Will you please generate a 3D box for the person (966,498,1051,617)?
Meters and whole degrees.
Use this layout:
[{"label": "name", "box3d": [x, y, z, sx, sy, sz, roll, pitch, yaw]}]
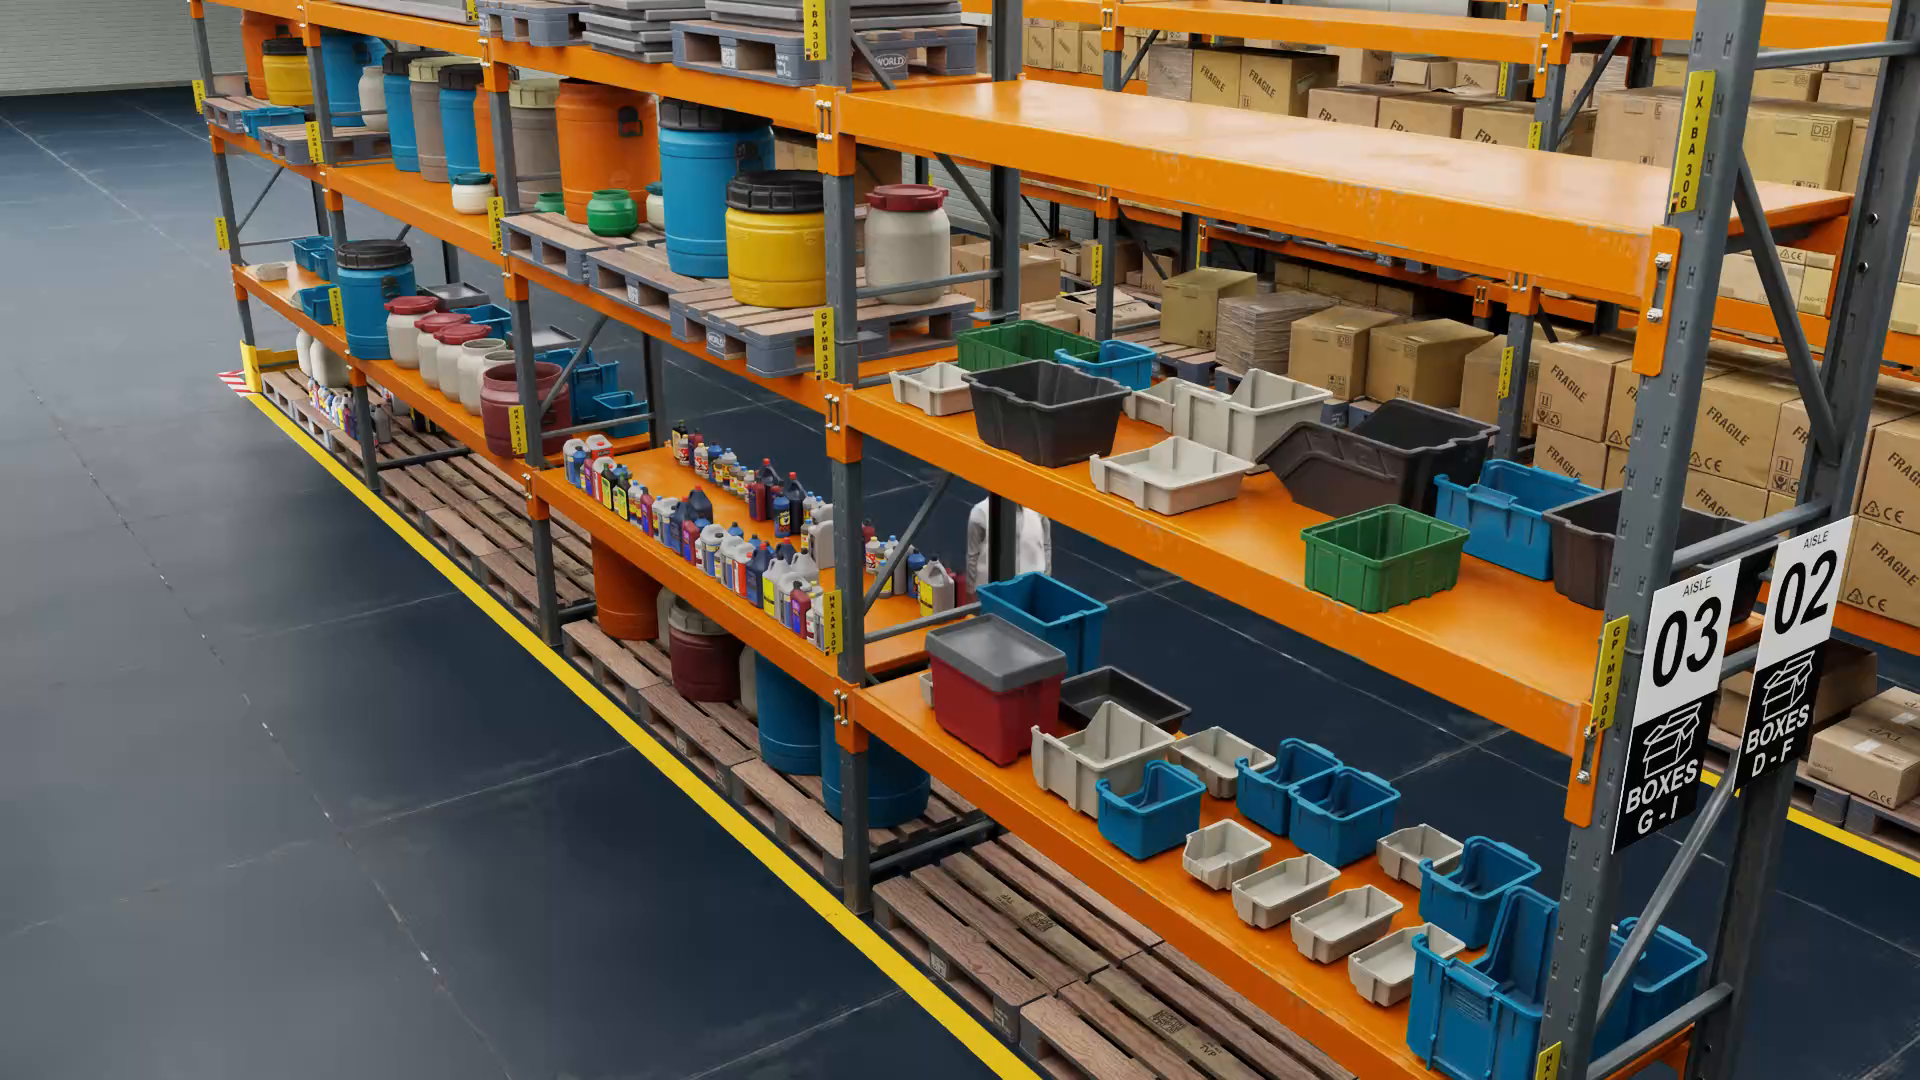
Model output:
[{"label": "person", "box3d": [0.308, 0.311, 10.214, 0.555, 1.756, 0.637, -6, 22, -15]}]
